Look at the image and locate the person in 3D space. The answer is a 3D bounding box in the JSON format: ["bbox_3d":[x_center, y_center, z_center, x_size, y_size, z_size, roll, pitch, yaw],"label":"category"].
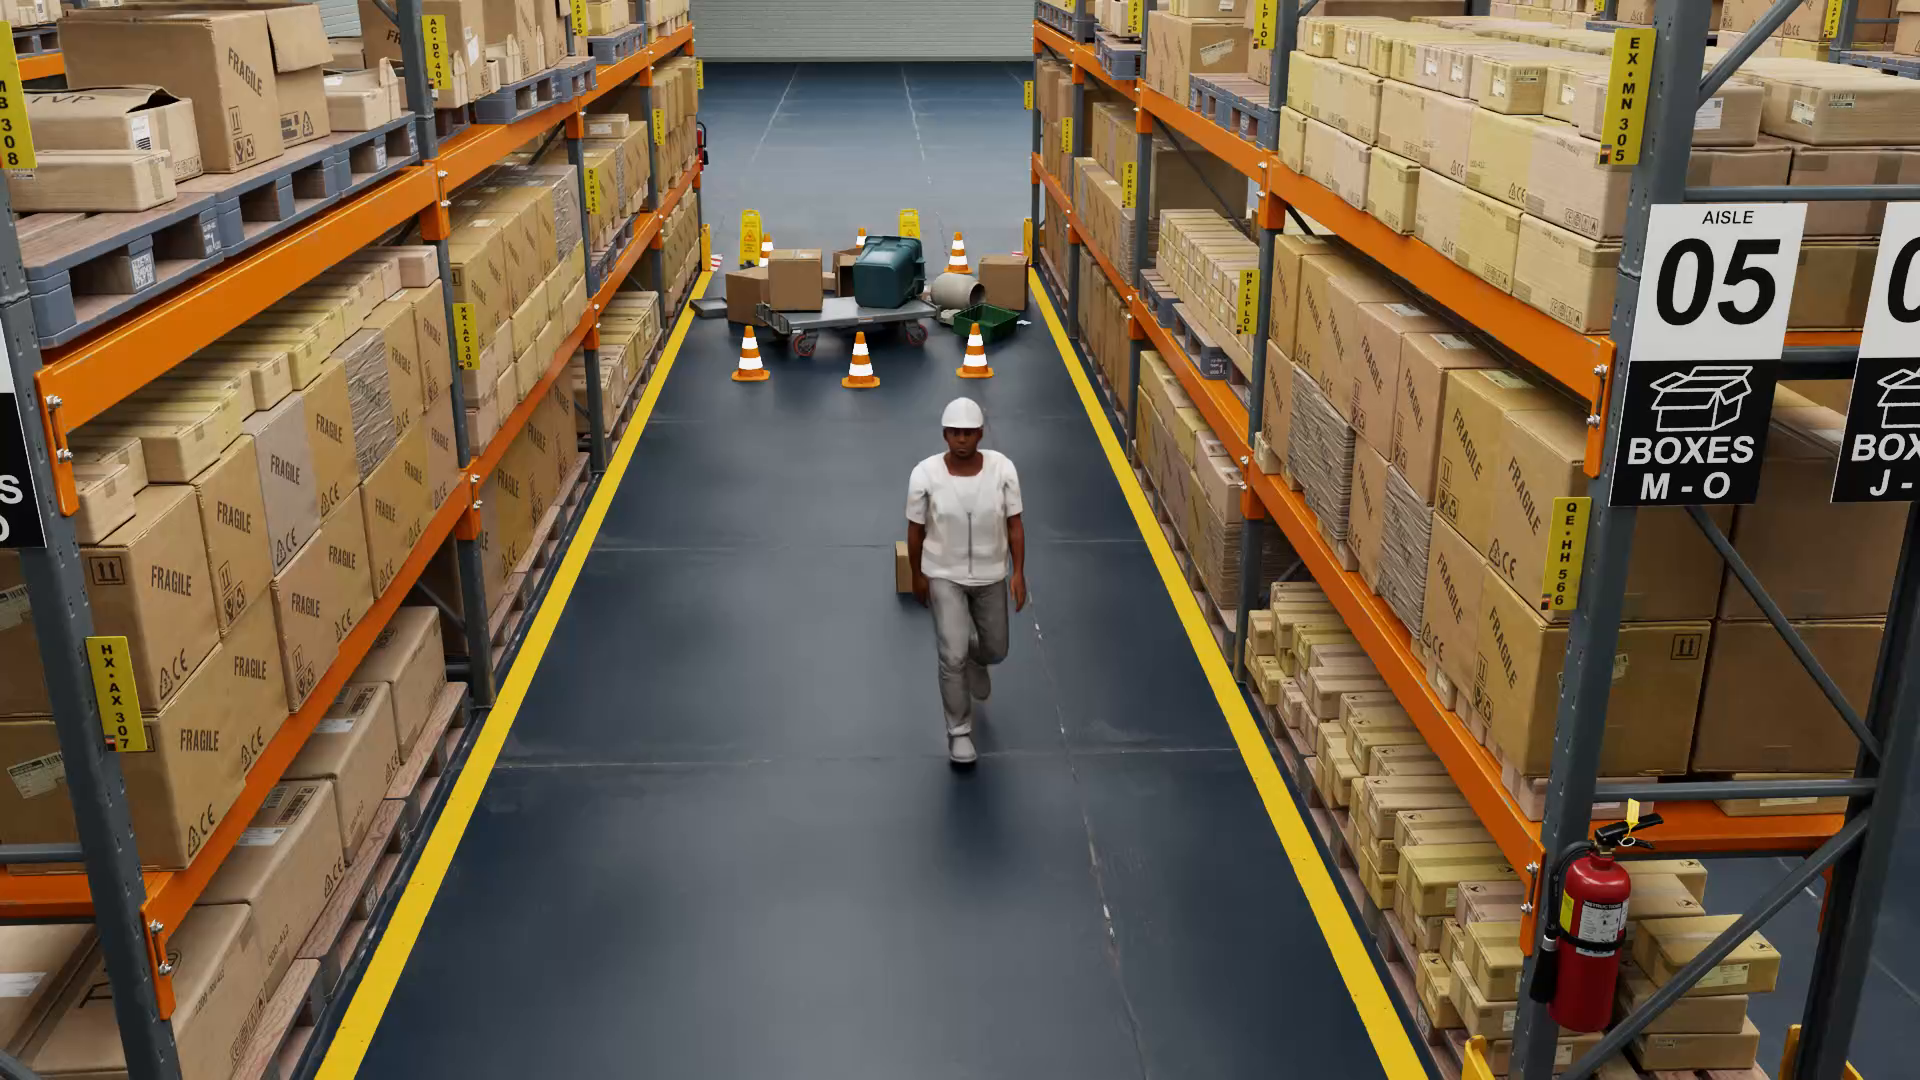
[{"bbox_3d":[0.027,0.149,8.104,0.564,1.739,0.857,-3,21,-9],"label":"person"}]
